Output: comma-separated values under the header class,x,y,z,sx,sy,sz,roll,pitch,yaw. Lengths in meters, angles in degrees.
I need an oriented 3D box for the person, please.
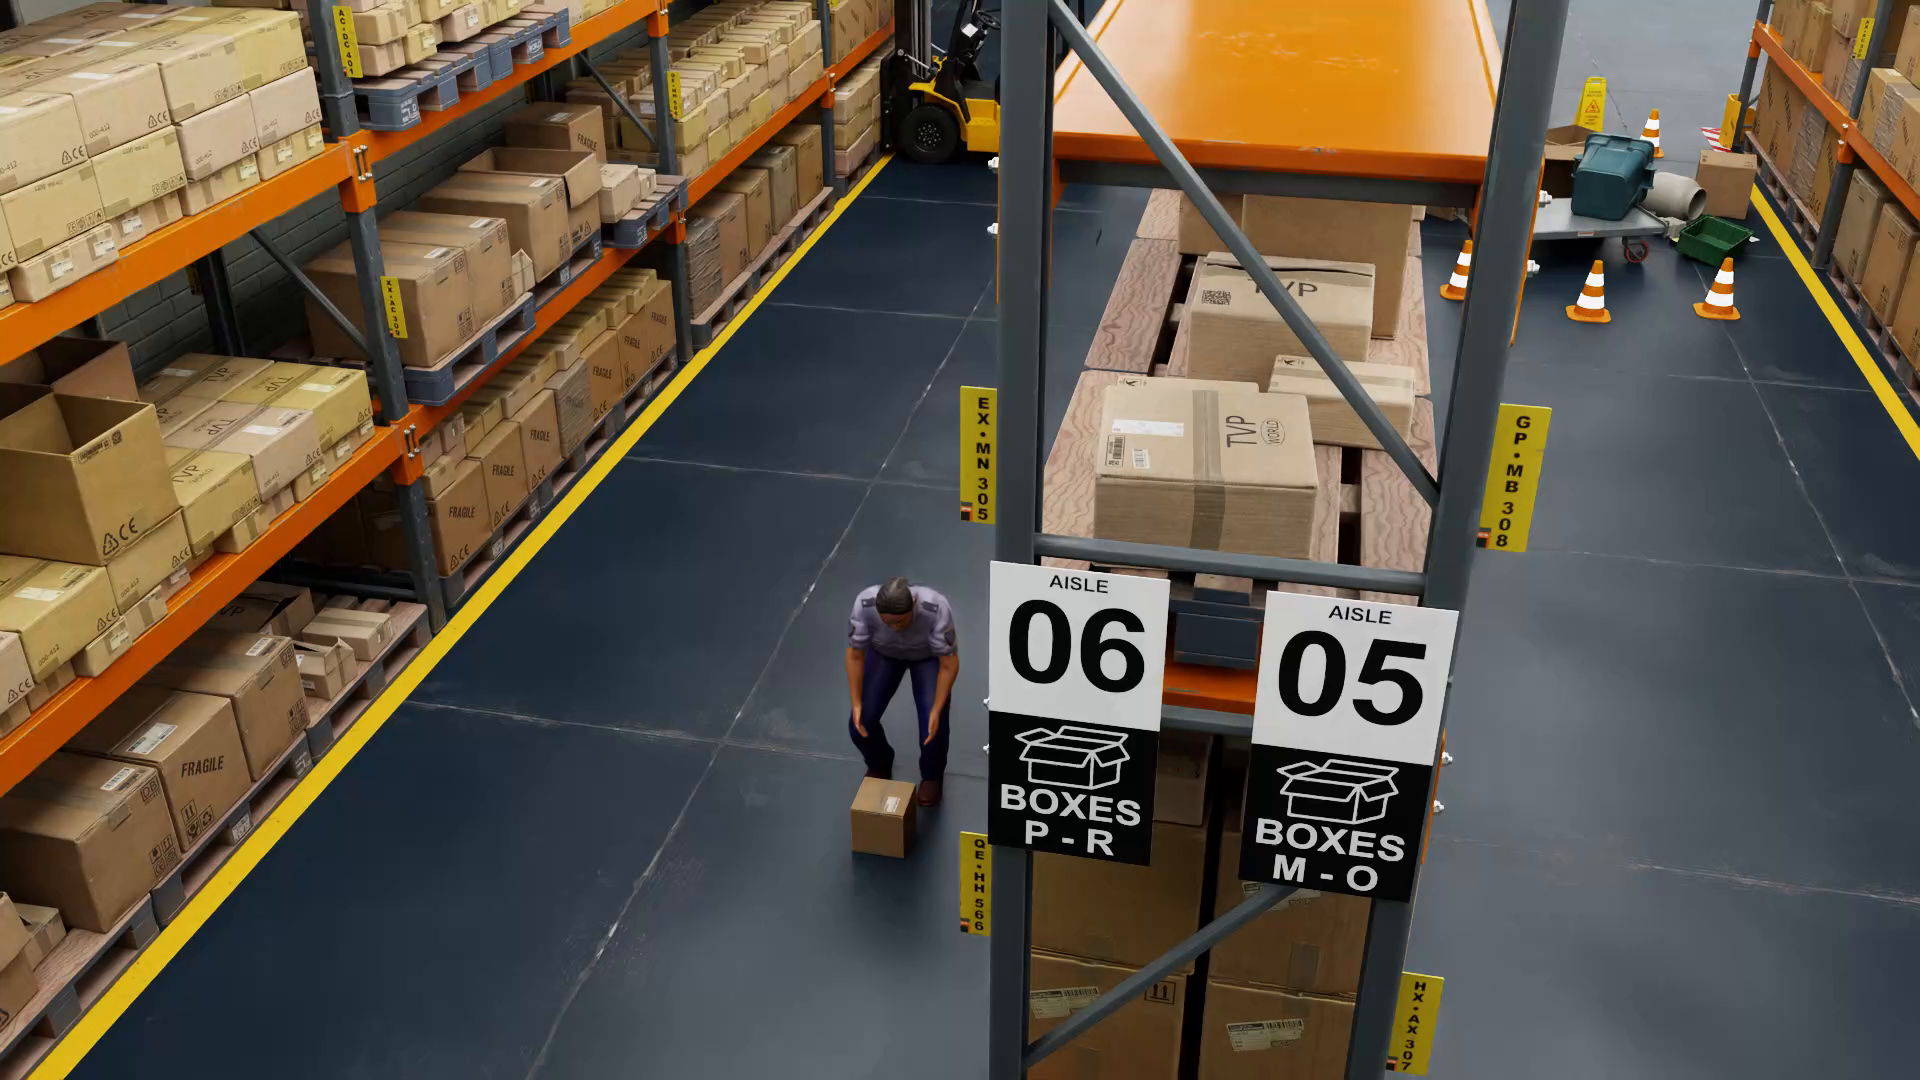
class,x,y,z,sx,sy,sz,roll,pitch,yaw
person,-0.243,0.642,7.822,0.534,1.312,0.688,6,30,11
